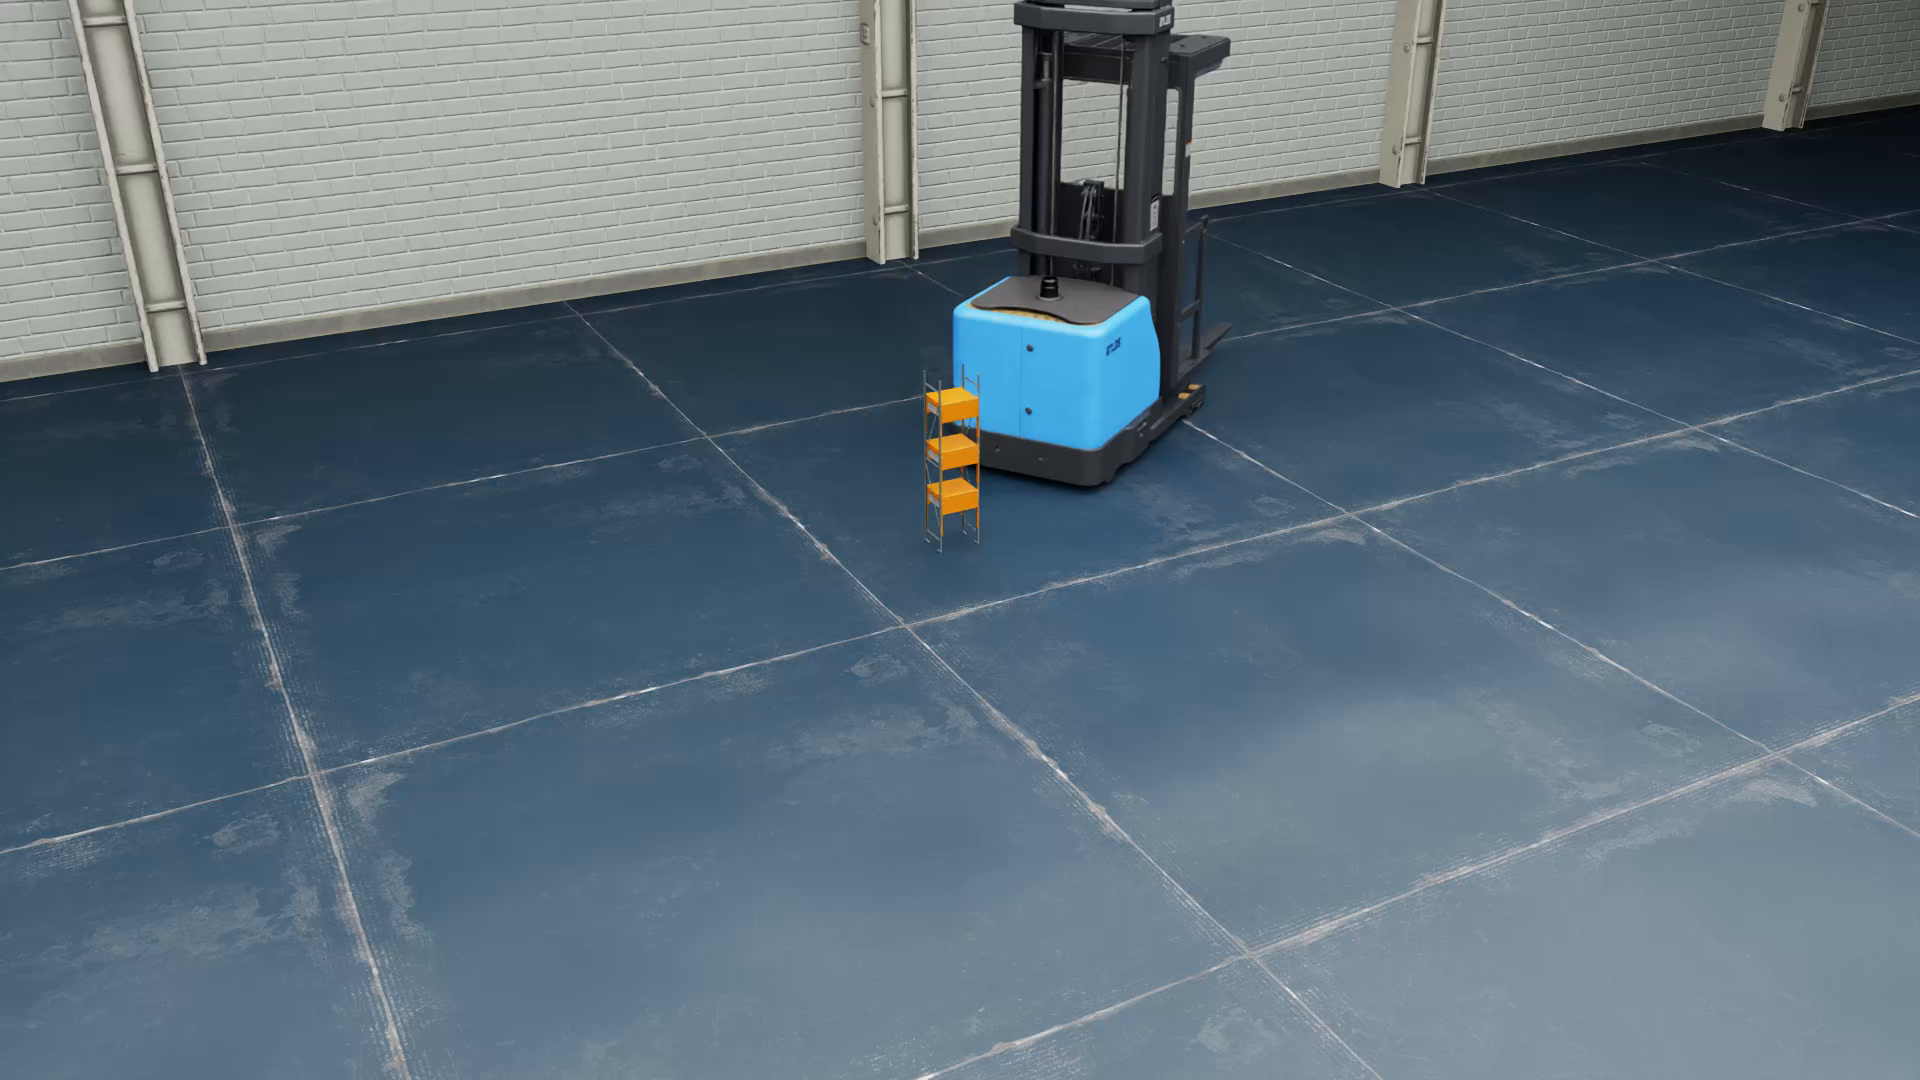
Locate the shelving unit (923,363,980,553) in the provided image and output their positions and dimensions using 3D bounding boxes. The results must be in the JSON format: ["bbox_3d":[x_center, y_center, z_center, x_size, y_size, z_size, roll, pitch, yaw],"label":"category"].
[{"bbox_3d":[-0.047,-0.462,9.500,0.252,1.050,0.215,-13,29,-25],"label":"shelving unit"}]

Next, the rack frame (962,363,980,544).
[{"bbox_3d":[0.060,-0.487,9.552,0.008,1.050,0.200,-13,29,-25],"label":"rack frame"}]

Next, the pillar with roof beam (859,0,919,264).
[{"bbox_3d":[1.410,-4.982,9.729,0.400,9.000,9.100,-13,29,-25],"label":"pillar with roof beam"}]

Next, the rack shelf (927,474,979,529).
[{"bbox_3d":[-0.047,-0.202,9.625,0.240,0.259,0.215,-13,29,-25],"label":"rack shelf"}]

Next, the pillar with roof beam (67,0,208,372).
[{"bbox_3d":[-3.884,-3.760,7.183,0.400,9.000,9.100,-13,29,-25],"label":"pillar with roof beam"}]

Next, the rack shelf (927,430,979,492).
[{"bbox_3d":[-0.047,-0.453,9.505,0.240,0.259,0.215,-13,29,-25],"label":"rack shelf"}]

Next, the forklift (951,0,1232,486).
[{"bbox_3d":[1.072,-2.257,11.065,1.130,2.935,3.031,13,28,25],"label":"forklift"}]

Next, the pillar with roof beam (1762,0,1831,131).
[{"bbox_3d":[11.998,-7.426,14.819,0.400,9.000,9.100,-13,29,-25],"label":"pillar with roof beam"}]

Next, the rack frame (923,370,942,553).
[{"bbox_3d":[-0.155,-0.438,9.448,0.008,1.050,0.200,-13,29,-25],"label":"rack frame"}]

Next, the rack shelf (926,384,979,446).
[{"bbox_3d":[-0.047,-0.709,9.382,0.240,0.259,0.215,-13,29,-25],"label":"rack shelf"}]

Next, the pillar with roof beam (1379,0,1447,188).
[{"bbox_3d":[6.704,-6.204,12.274,0.400,9.000,9.100,-13,29,-25],"label":"pillar with roof beam"}]
